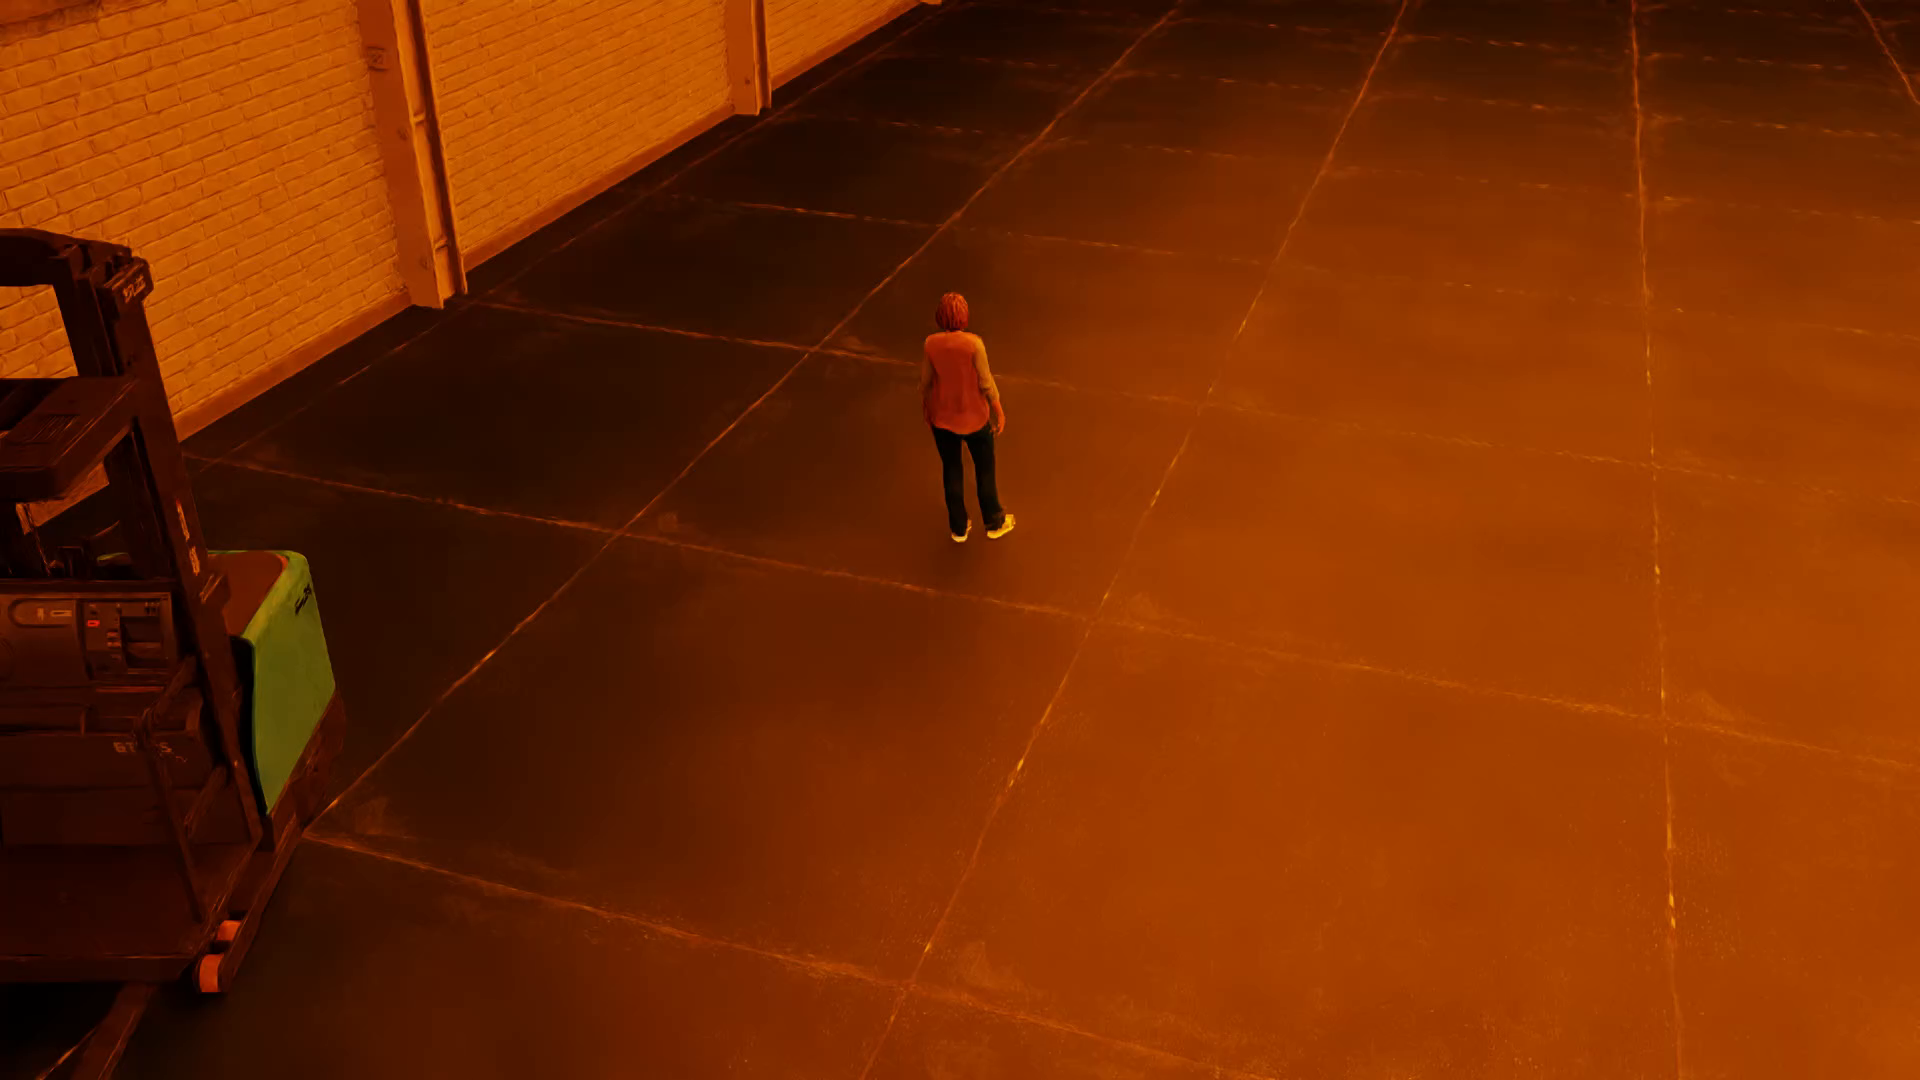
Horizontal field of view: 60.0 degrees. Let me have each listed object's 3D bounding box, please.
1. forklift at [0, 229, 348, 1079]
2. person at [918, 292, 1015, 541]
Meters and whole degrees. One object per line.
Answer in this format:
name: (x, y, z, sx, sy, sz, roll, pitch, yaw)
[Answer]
forklift: (-3.554, 0.437, 6.369, 1.130, 2.935, 3.031, -1, 30, -1)
person: (0.037, -0.732, 9.754, 0.520, 1.597, 0.474, 10, 31, 16)
